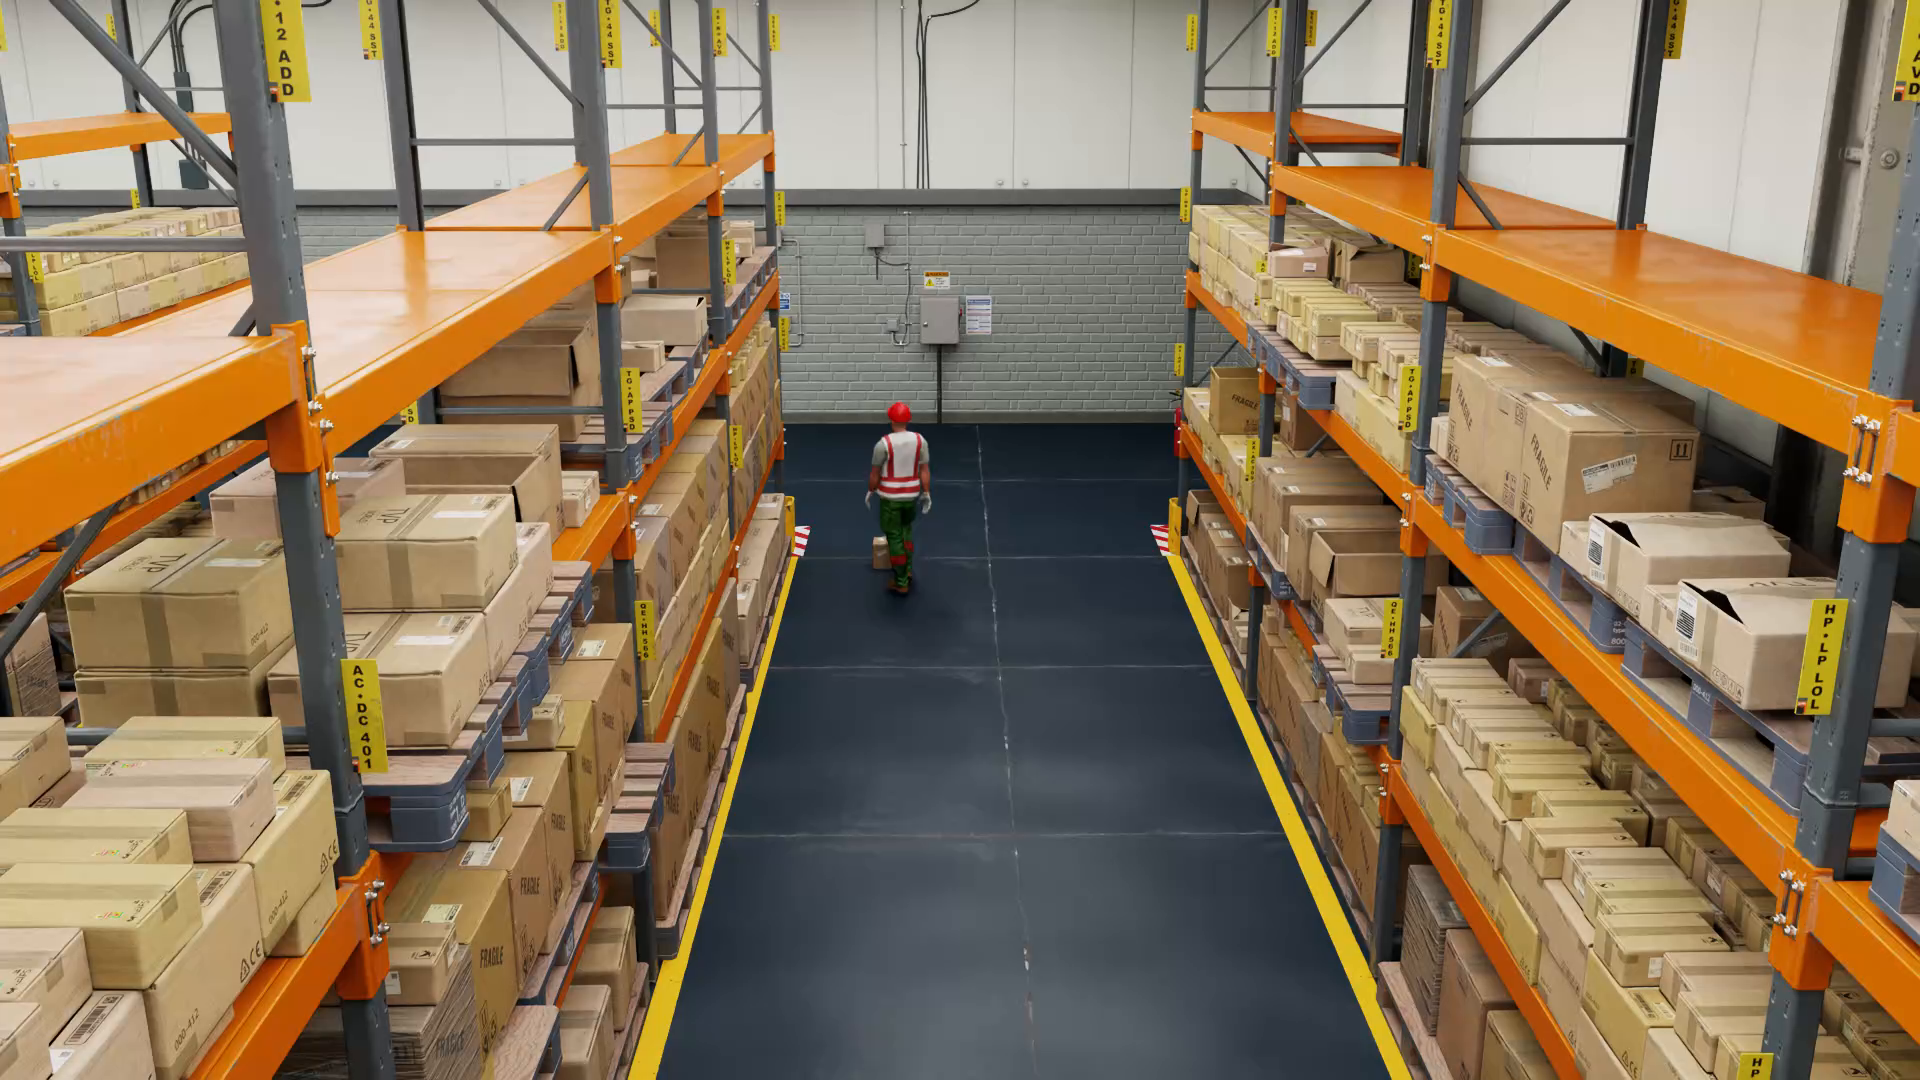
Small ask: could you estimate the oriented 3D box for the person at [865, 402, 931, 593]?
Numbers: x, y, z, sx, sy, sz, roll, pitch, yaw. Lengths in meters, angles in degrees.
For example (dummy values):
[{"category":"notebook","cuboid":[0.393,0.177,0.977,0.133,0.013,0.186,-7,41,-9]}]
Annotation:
[{"category":"person","cuboid":[-0.588,-0.391,15.374,0.547,1.835,0.472,-9,19,-27]}]
